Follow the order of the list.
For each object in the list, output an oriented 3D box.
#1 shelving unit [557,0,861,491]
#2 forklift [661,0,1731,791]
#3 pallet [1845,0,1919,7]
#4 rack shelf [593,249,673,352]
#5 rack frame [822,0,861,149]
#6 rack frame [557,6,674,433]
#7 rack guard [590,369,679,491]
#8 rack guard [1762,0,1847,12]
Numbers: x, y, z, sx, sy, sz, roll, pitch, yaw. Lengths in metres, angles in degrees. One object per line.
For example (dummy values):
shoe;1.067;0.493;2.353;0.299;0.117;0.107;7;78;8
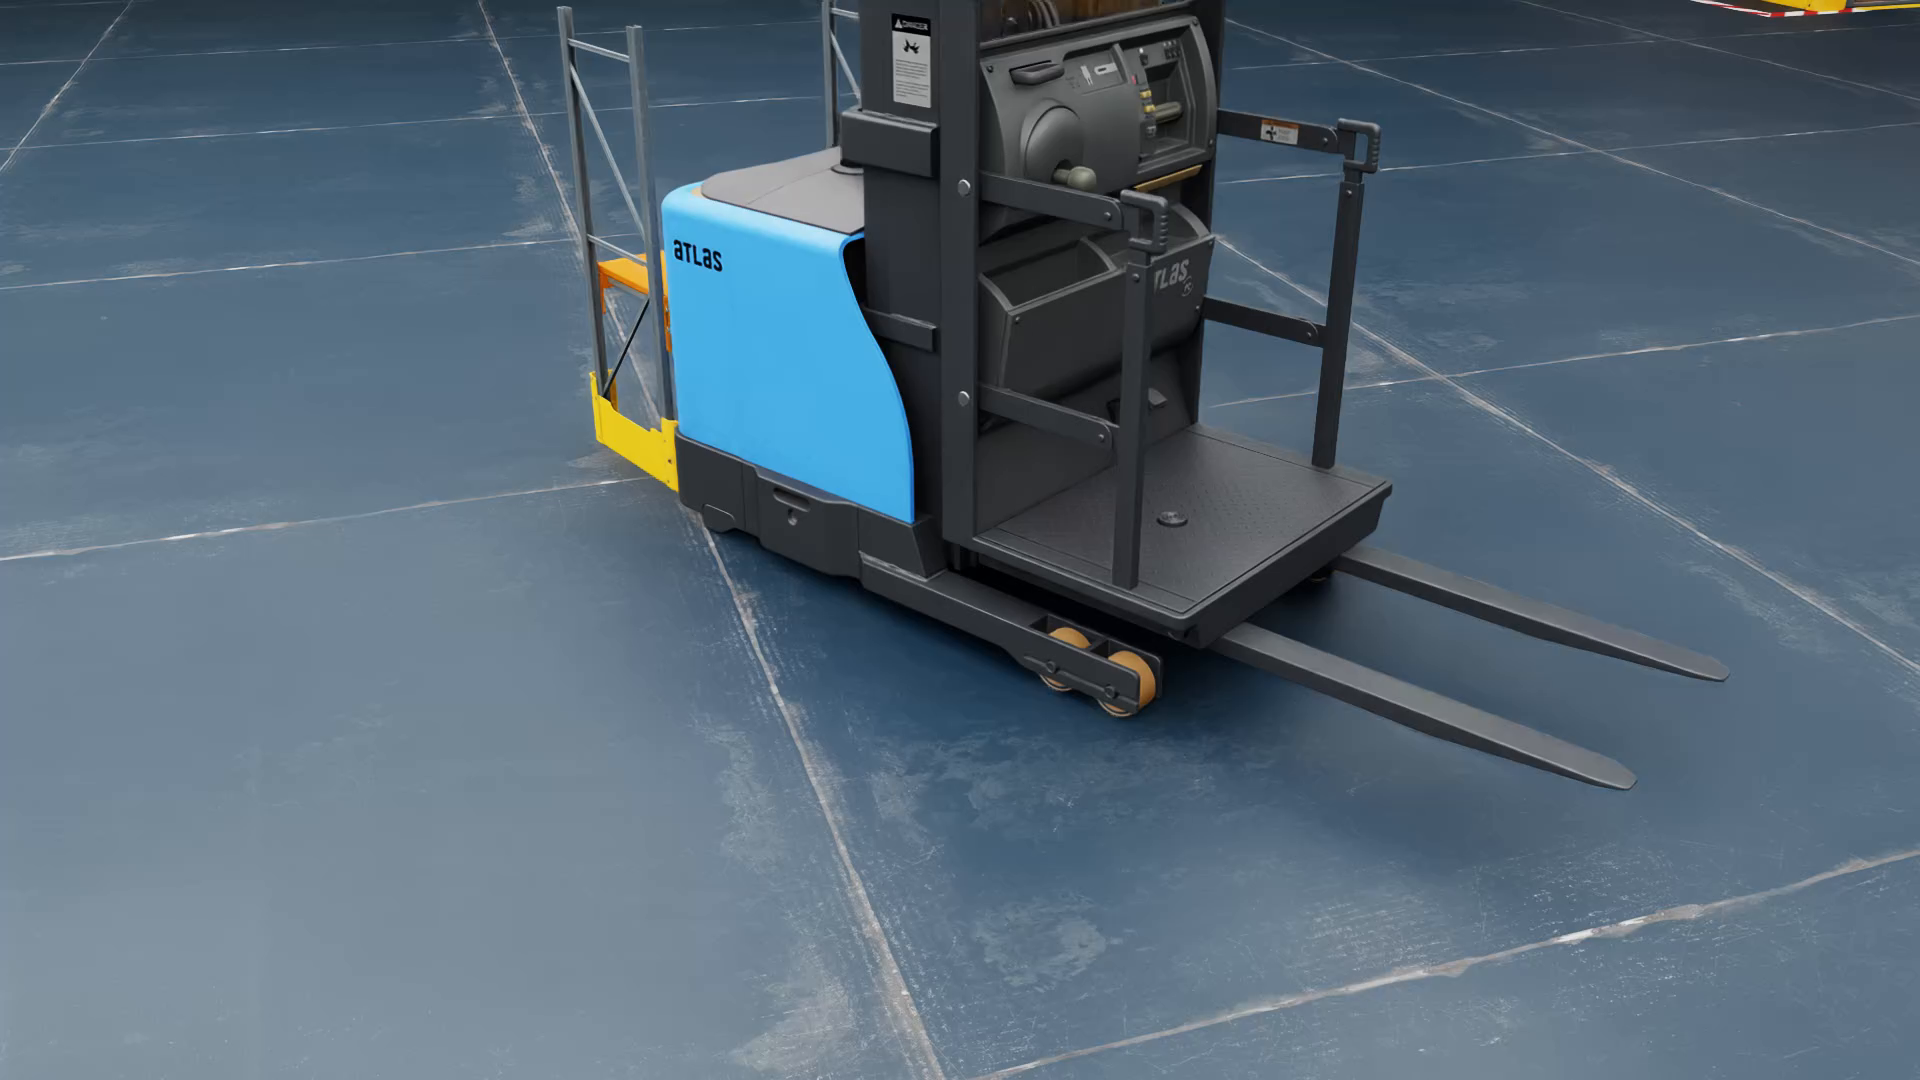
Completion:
shelving unit;-0.712;-1.086;5.751;1.083;1.500;0.587;-20;32;-34
forklift;0.540;-1.118;4.207;3.031;2.935;1.130;21;33;36
pallet;8.224;-5.119;15.323;1.213;0.211;1.003;-8;28;-16
rack shelf;-0.720;-0.922;5.826;1.000;0.185;0.538;-20;32;-34
rack frame;-0.323;-1.225;6.031;0.032;1.500;0.500;-20;32;-34
rack frame;-1.116;-0.942;5.461;0.032;1.500;0.500;-20;32;-34
rack guard;-1.101;-0.388;5.750;0.087;0.250;0.587;-20;32;-34
rack guard;7.487;-5.122;15.004;0.348;0.500;1.175;-8;28;-16
